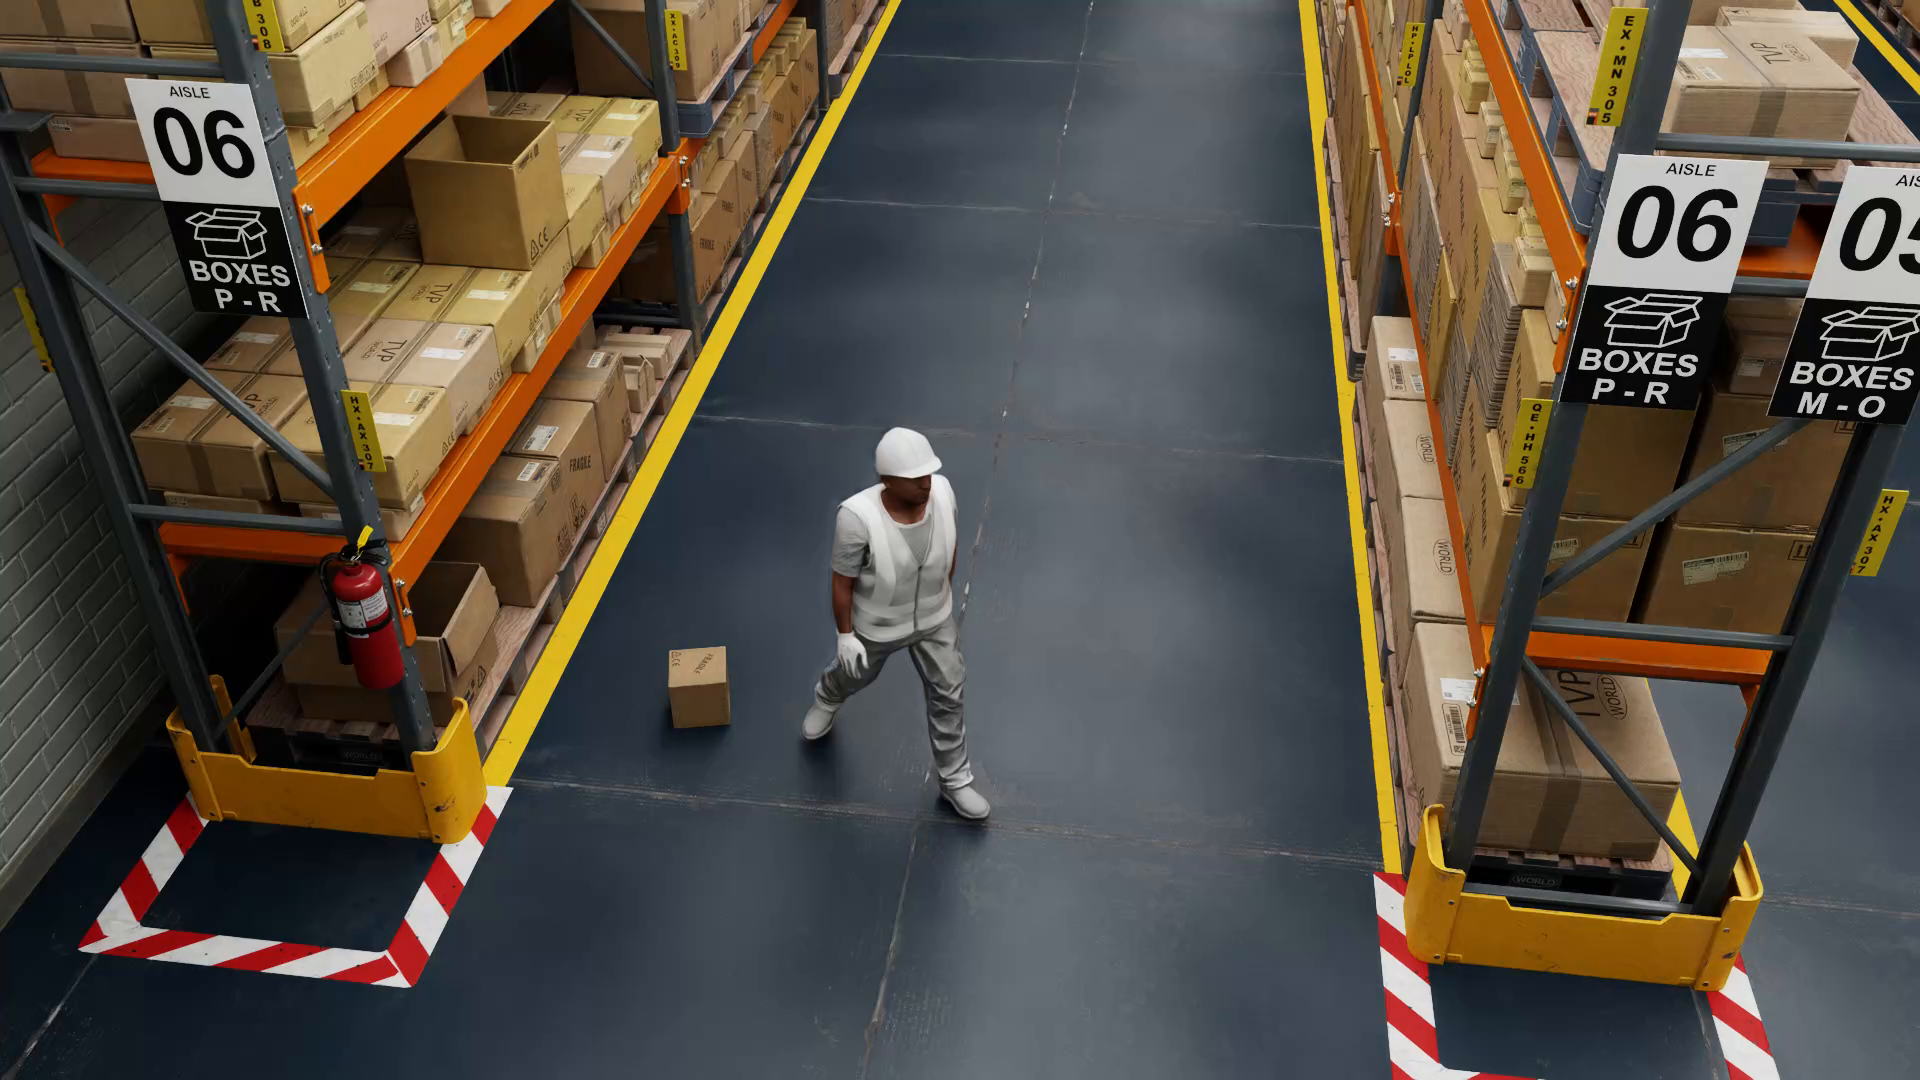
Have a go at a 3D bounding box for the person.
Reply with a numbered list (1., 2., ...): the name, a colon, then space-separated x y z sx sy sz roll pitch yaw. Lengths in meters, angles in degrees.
1. person: -0.284 0.282 6.636 0.597 1.767 0.954 -16 39 -21
